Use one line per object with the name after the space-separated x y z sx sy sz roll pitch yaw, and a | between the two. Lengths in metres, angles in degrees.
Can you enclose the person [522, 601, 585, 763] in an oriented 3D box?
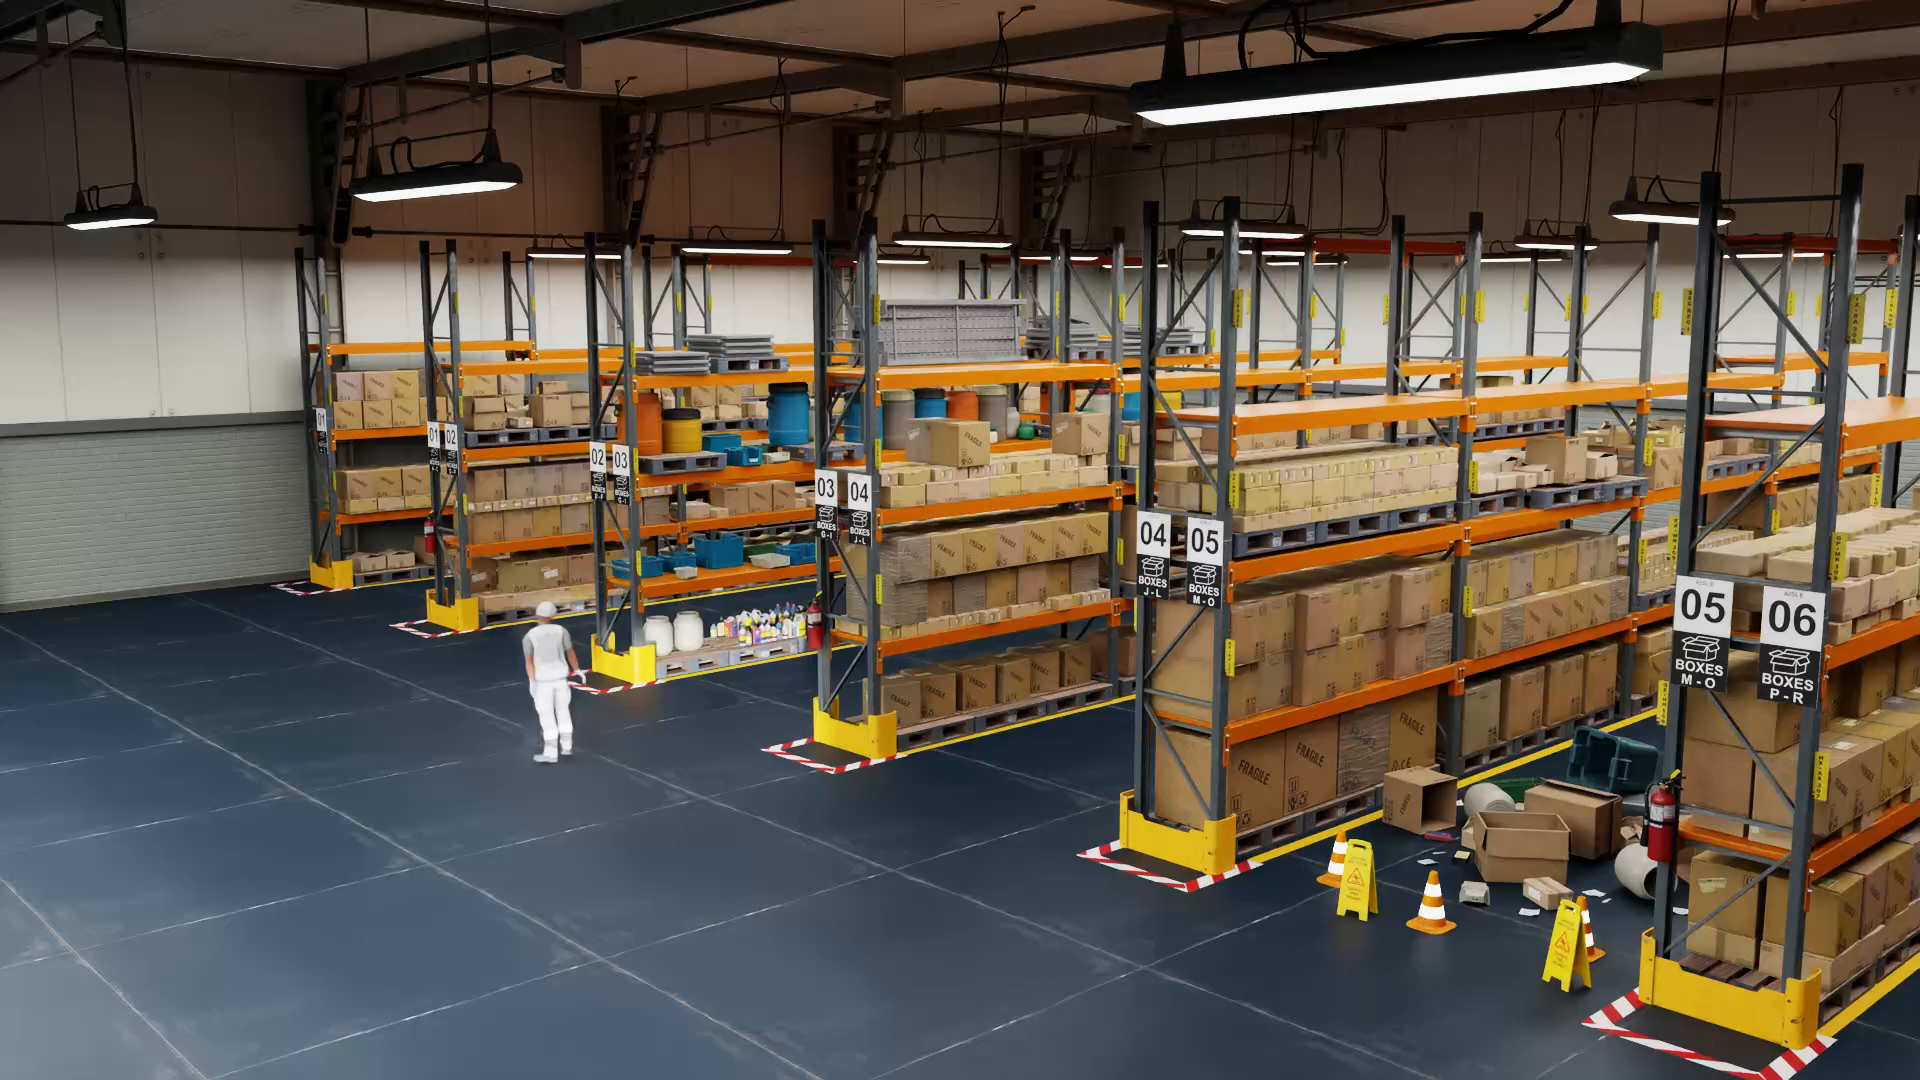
-4.532 1.562 18.548 0.708 1.805 0.421 -7 11 -41 | person
